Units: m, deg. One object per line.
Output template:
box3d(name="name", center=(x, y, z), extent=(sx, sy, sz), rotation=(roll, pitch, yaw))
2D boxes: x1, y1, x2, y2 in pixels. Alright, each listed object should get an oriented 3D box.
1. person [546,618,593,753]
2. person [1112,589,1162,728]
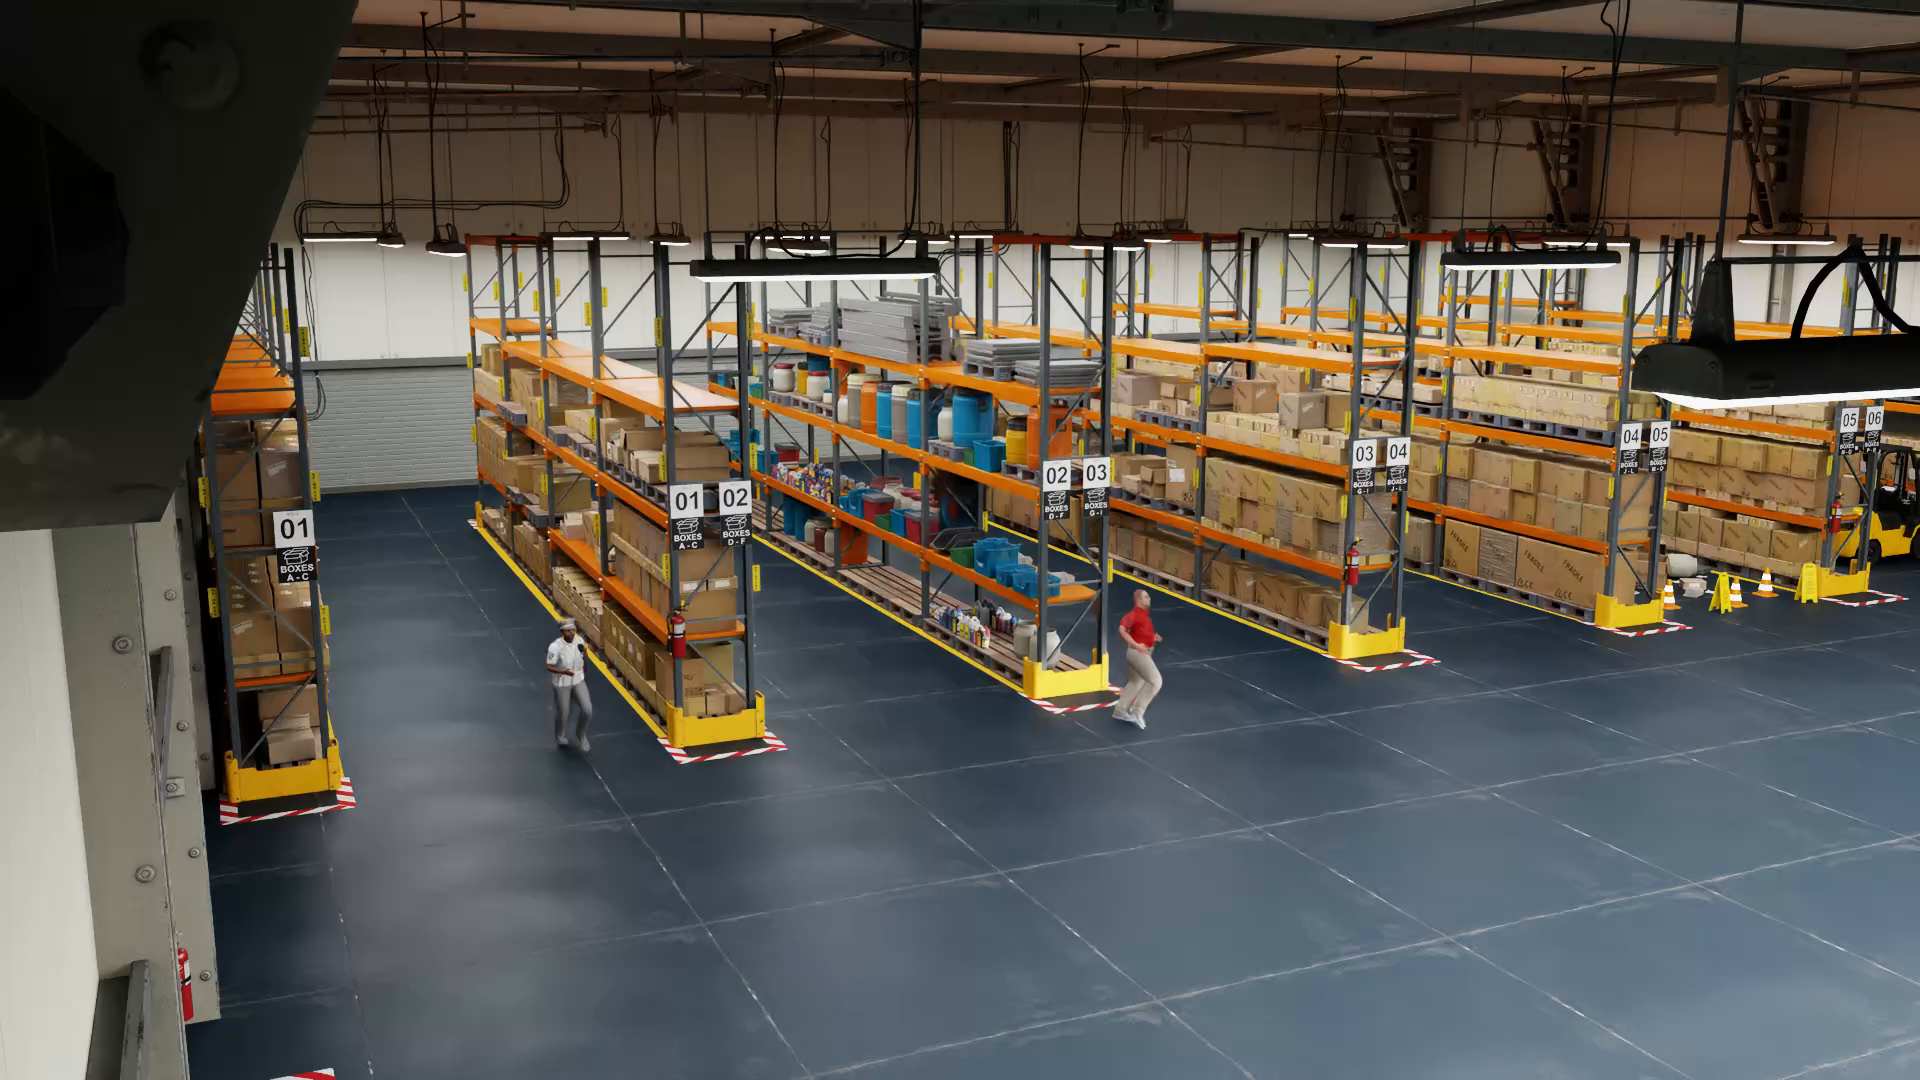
box3d(name="person", center=(-4.663, 1.723, 19.880), extent=(0.587, 1.683, 0.775), rotation=(-7, 13, -33))
box3d(name="person", center=(2.265, 1.495, 21.034), extent=(0.608, 1.768, 0.691), rotation=(2, 11, 9))
